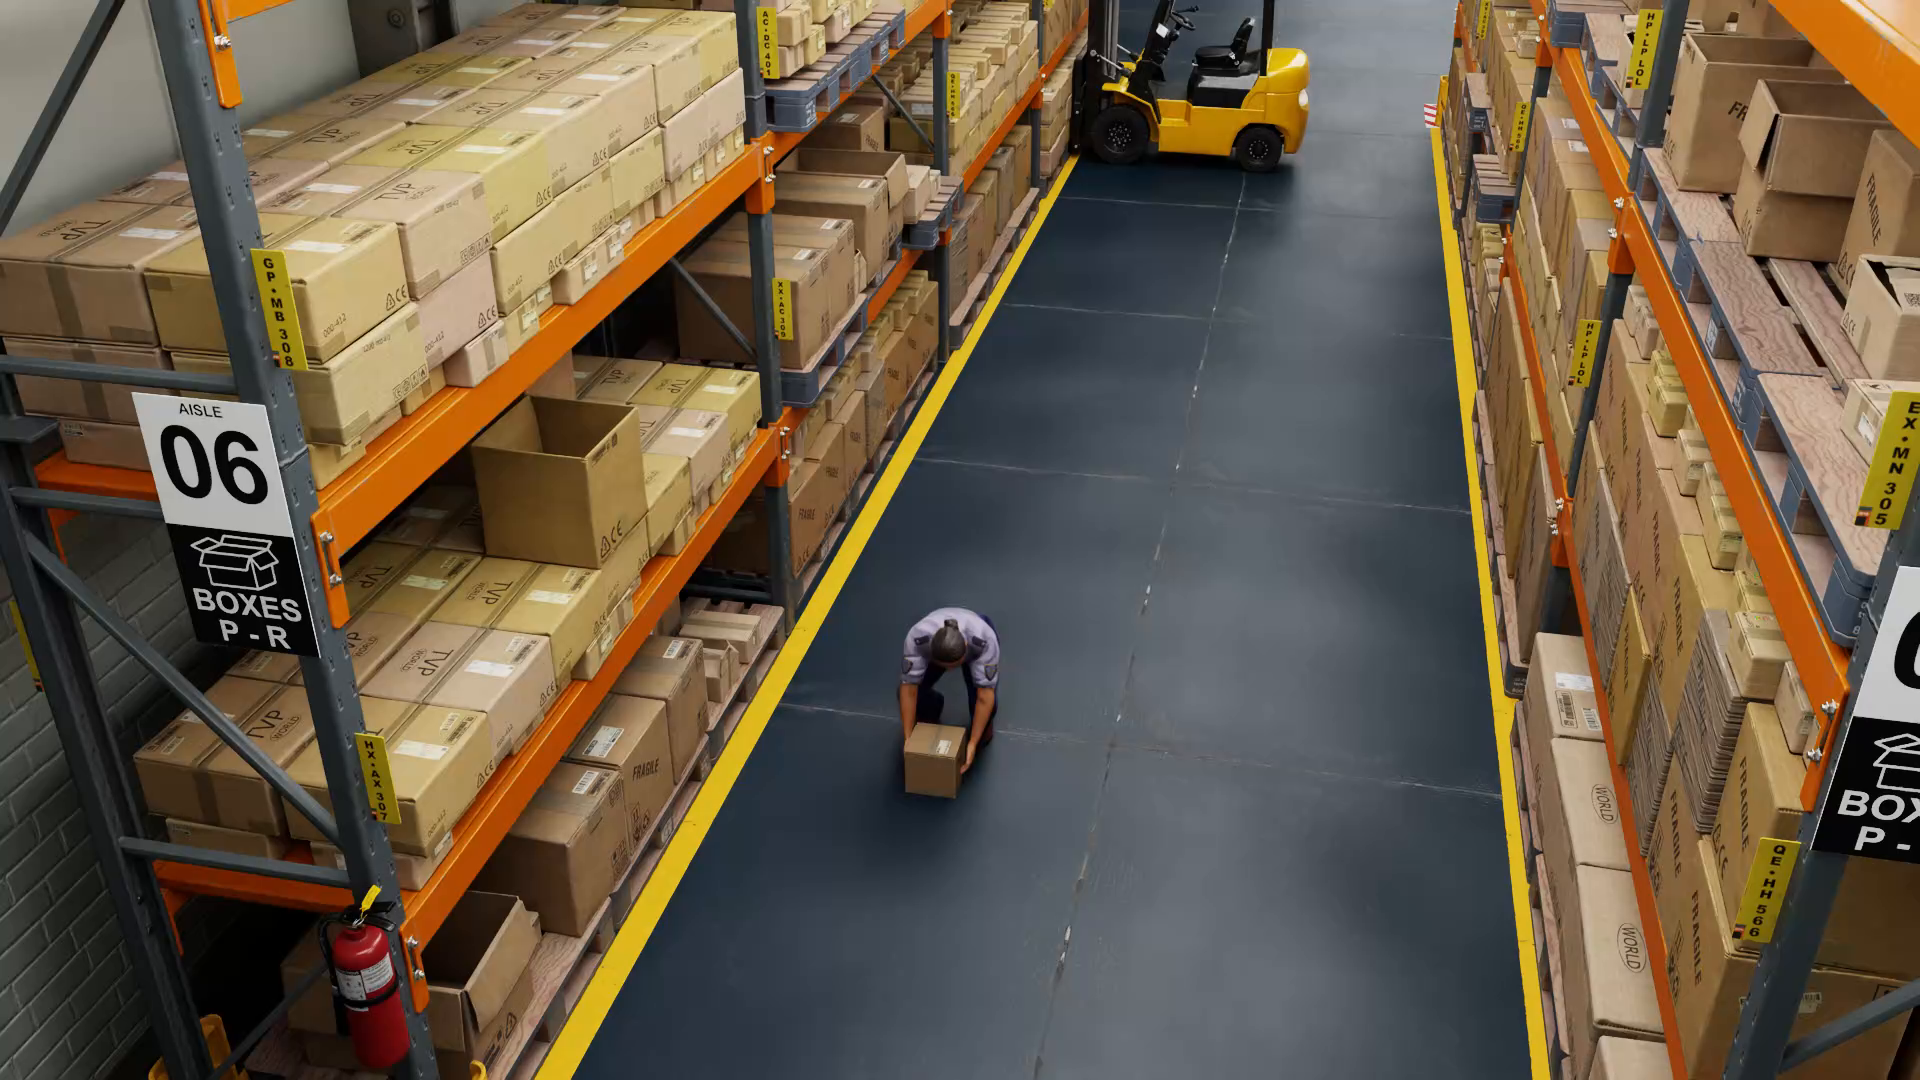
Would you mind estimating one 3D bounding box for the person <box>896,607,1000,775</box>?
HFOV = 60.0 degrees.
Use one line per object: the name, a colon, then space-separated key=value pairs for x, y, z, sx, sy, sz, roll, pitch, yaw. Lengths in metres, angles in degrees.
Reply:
person: x=-0.040 y=0.646 z=8.273 sx=0.523 sy=0.869 sz=0.828 roll=6 pitch=30 yaw=11
